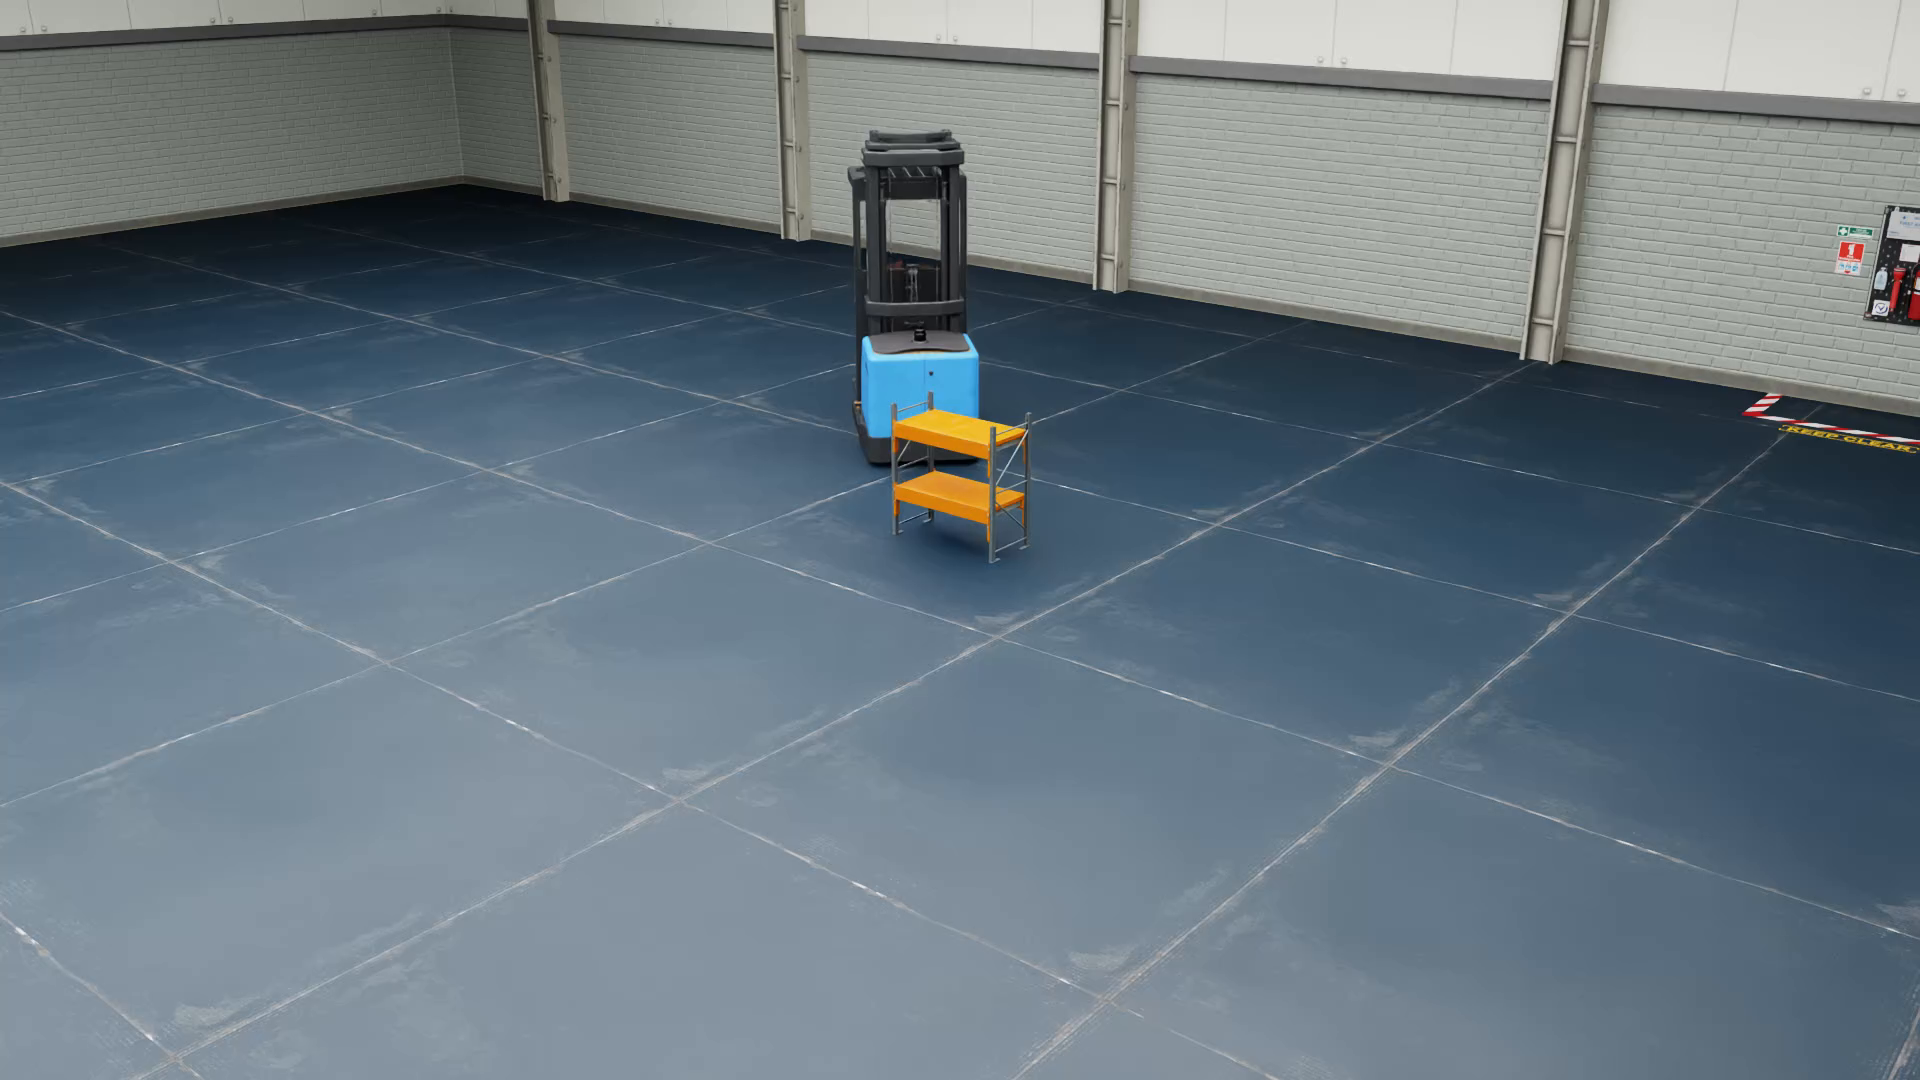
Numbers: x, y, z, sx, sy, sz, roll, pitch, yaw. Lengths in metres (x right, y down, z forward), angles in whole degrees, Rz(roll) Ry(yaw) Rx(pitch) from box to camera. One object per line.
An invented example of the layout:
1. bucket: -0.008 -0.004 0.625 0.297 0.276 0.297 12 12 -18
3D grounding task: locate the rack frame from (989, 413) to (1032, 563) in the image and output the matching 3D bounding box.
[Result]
1. rack frame: 0.399 -0.411 13.165 0.032 1.125 0.500 16 26 36

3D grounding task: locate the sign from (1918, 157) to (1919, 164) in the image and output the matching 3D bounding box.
1. sign: 9.527 -3.830 16.288 0.199 0.298 0.001 16 26 36

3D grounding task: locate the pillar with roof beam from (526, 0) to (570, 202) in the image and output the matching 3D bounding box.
1. pillar with roof beam: -9.955 -9.139 25.150 0.400 9.000 9.100 16 26 36

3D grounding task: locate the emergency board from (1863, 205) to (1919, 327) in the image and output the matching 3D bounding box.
1. emergency board: 9.470 -2.716 16.620 0.643 1.169 0.194 16 26 36

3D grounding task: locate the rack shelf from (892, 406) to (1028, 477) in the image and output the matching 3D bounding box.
1. rack shelf: 0.005 -0.799 13.362 1.000 0.278 0.538 16 26 36

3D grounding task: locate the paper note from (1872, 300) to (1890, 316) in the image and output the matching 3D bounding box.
1. paper note: 9.377 -2.362 16.930 0.142 0.148 0.016 16 26 36

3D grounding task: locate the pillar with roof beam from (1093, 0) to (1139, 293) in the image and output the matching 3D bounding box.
1. pillar with roof beam: -0.658 -6.462 18.050 0.400 9.000 9.100 16 26 36

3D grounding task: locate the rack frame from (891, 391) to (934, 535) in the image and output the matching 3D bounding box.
1. rack frame: -0.389 -0.638 13.766 0.032 1.125 0.500 16 26 36

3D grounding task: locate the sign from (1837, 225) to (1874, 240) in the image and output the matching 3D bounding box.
1. sign: 9.105 -3.129 16.913 0.331 0.109 0.001 16 26 36

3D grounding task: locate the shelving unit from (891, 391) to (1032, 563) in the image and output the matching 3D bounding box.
1. shelving unit: 0.005 -0.525 13.466 1.048 1.125 0.538 16 26 36

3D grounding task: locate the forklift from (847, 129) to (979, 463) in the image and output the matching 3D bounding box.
1. forklift: -0.510 -2.565 16.317 1.130 2.935 3.031 -3 21 -7

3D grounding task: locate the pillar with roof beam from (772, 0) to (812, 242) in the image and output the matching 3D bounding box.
1. pillar with roof beam: -5.306 -7.801 21.600 0.400 9.000 9.100 16 26 36

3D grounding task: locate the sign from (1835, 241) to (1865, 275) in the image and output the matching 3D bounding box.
1. sign: 9.107 -2.884 17.015 0.234 0.329 0.001 16 26 36

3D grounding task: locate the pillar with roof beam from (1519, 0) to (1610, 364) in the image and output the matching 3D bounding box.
1. pillar with roof beam: 3.990 -5.123 14.501 0.400 9.000 9.100 16 26 36

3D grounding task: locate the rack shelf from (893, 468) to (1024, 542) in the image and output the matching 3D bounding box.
1. rack shelf: 0.005 -0.296 13.552 1.000 0.278 0.538 16 26 36
